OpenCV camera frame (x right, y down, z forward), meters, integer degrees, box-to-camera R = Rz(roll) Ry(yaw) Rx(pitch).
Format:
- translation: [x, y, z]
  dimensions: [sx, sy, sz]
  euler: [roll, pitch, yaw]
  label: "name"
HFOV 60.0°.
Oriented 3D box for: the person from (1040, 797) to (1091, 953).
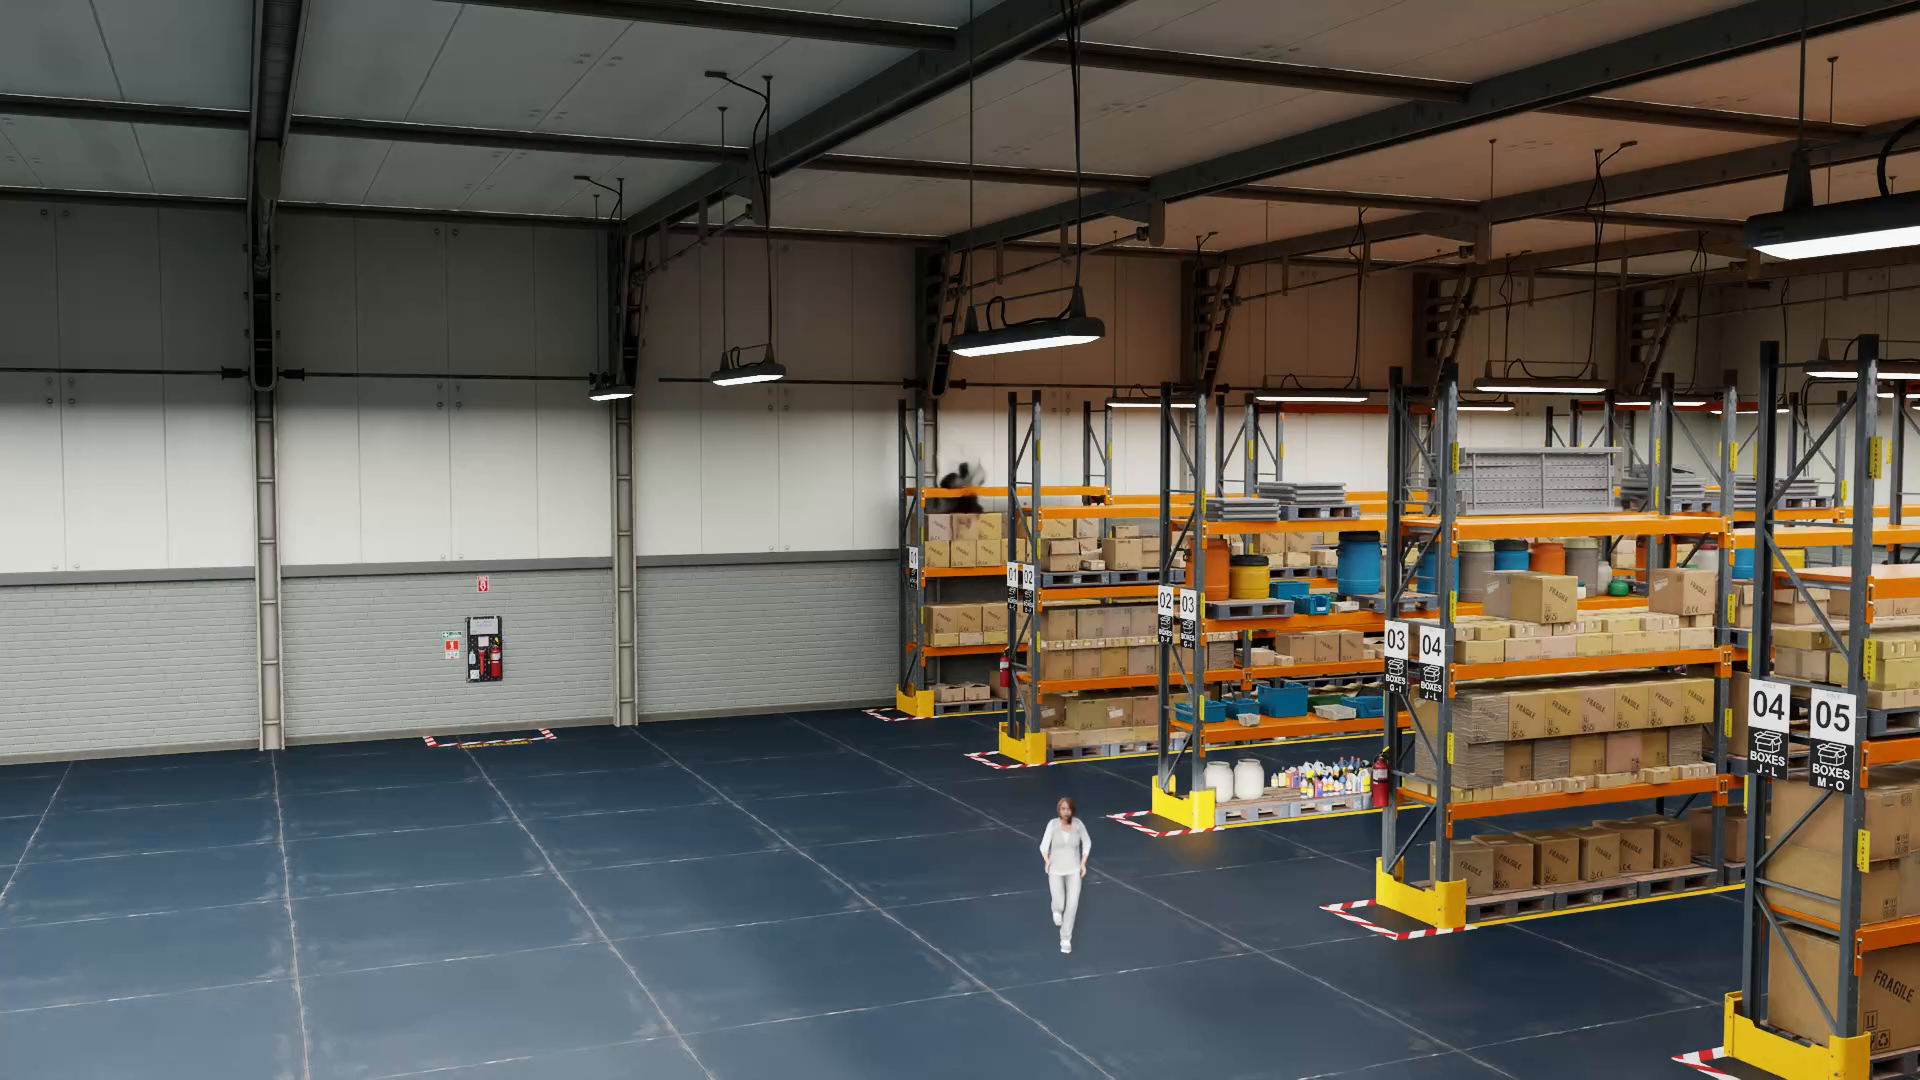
- translation: [1.084, 3.390, 17.077]
  dimensions: [0.525, 1.561, 0.694]
  euler: [0, 3, 0]
  label: "person"
